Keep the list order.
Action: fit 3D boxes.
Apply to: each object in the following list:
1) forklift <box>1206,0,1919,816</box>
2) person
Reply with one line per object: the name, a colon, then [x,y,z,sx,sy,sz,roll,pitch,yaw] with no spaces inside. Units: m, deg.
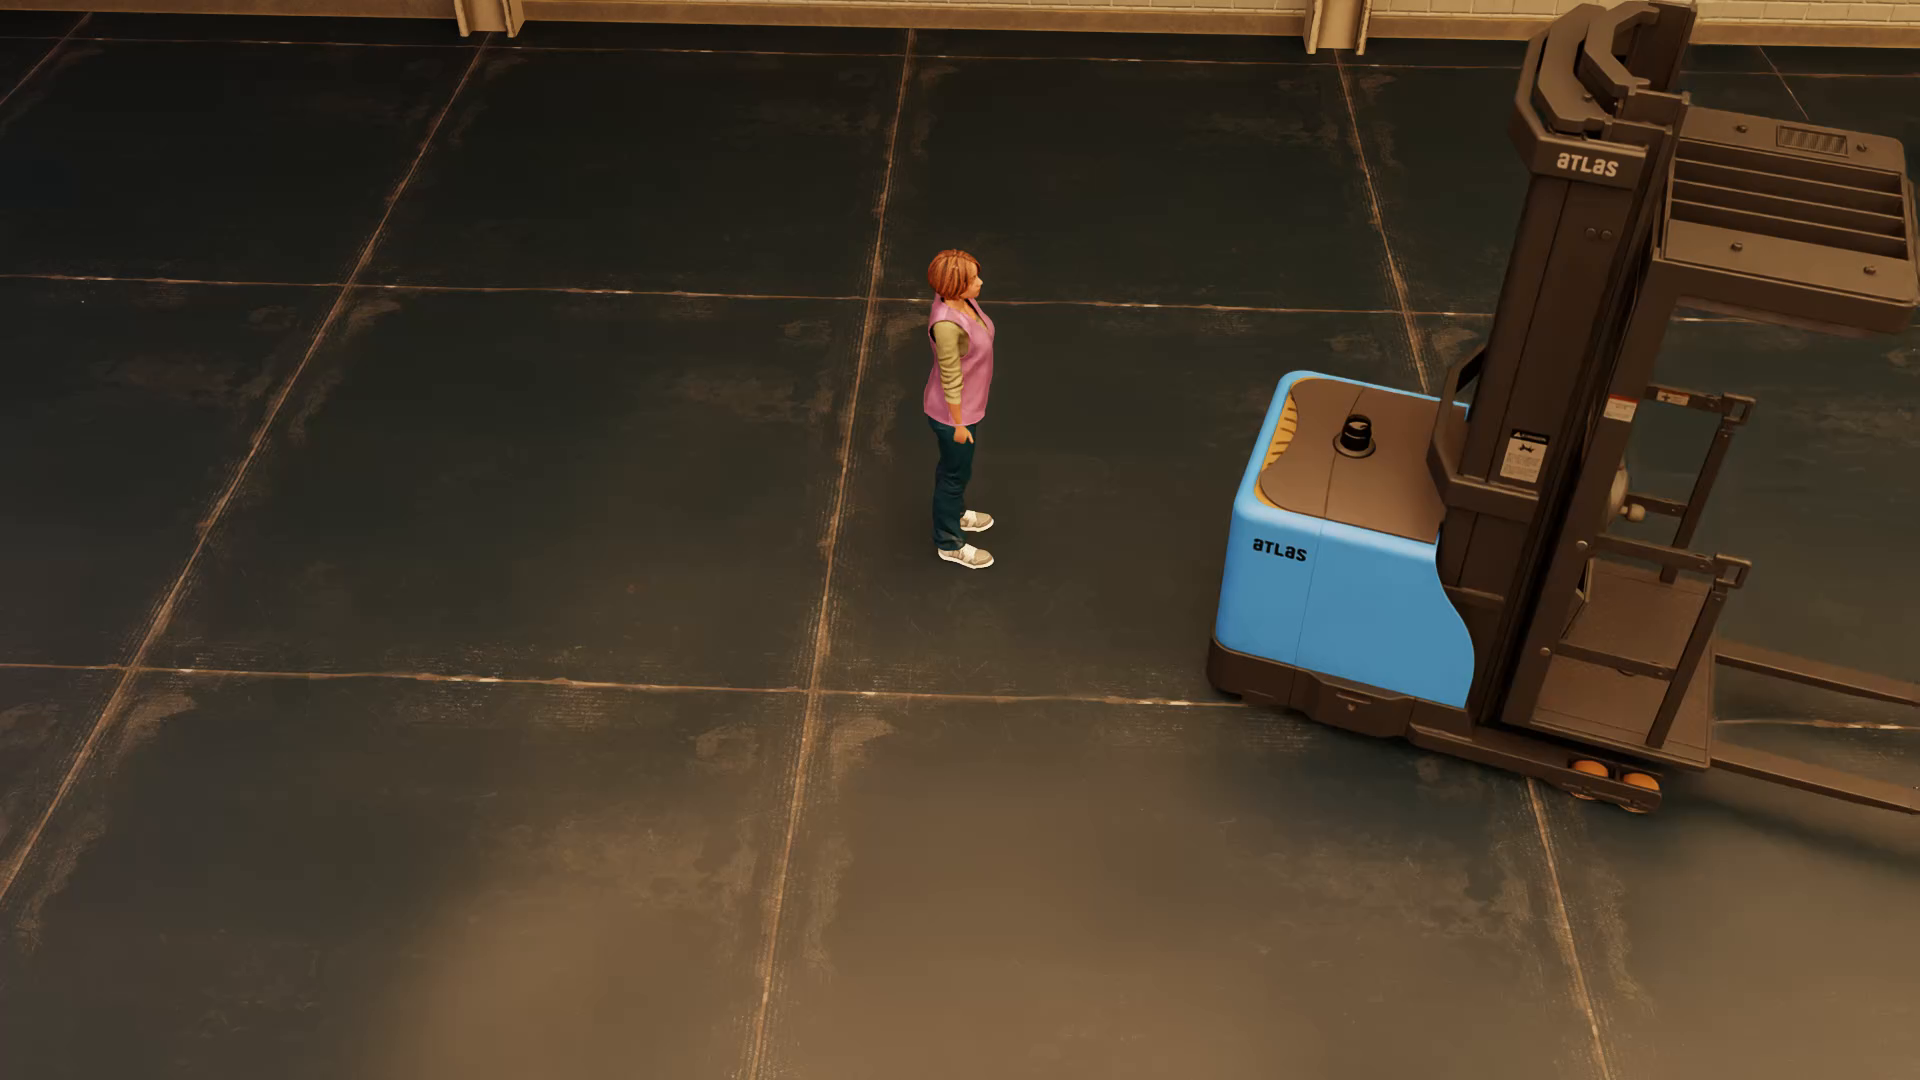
forklift: [2.634,-0.389,6.169,3.031,2.935,1.130,14,44,15]
person: [0.001,-0.592,7.380,0.327,1.602,0.409,2,42,2]
